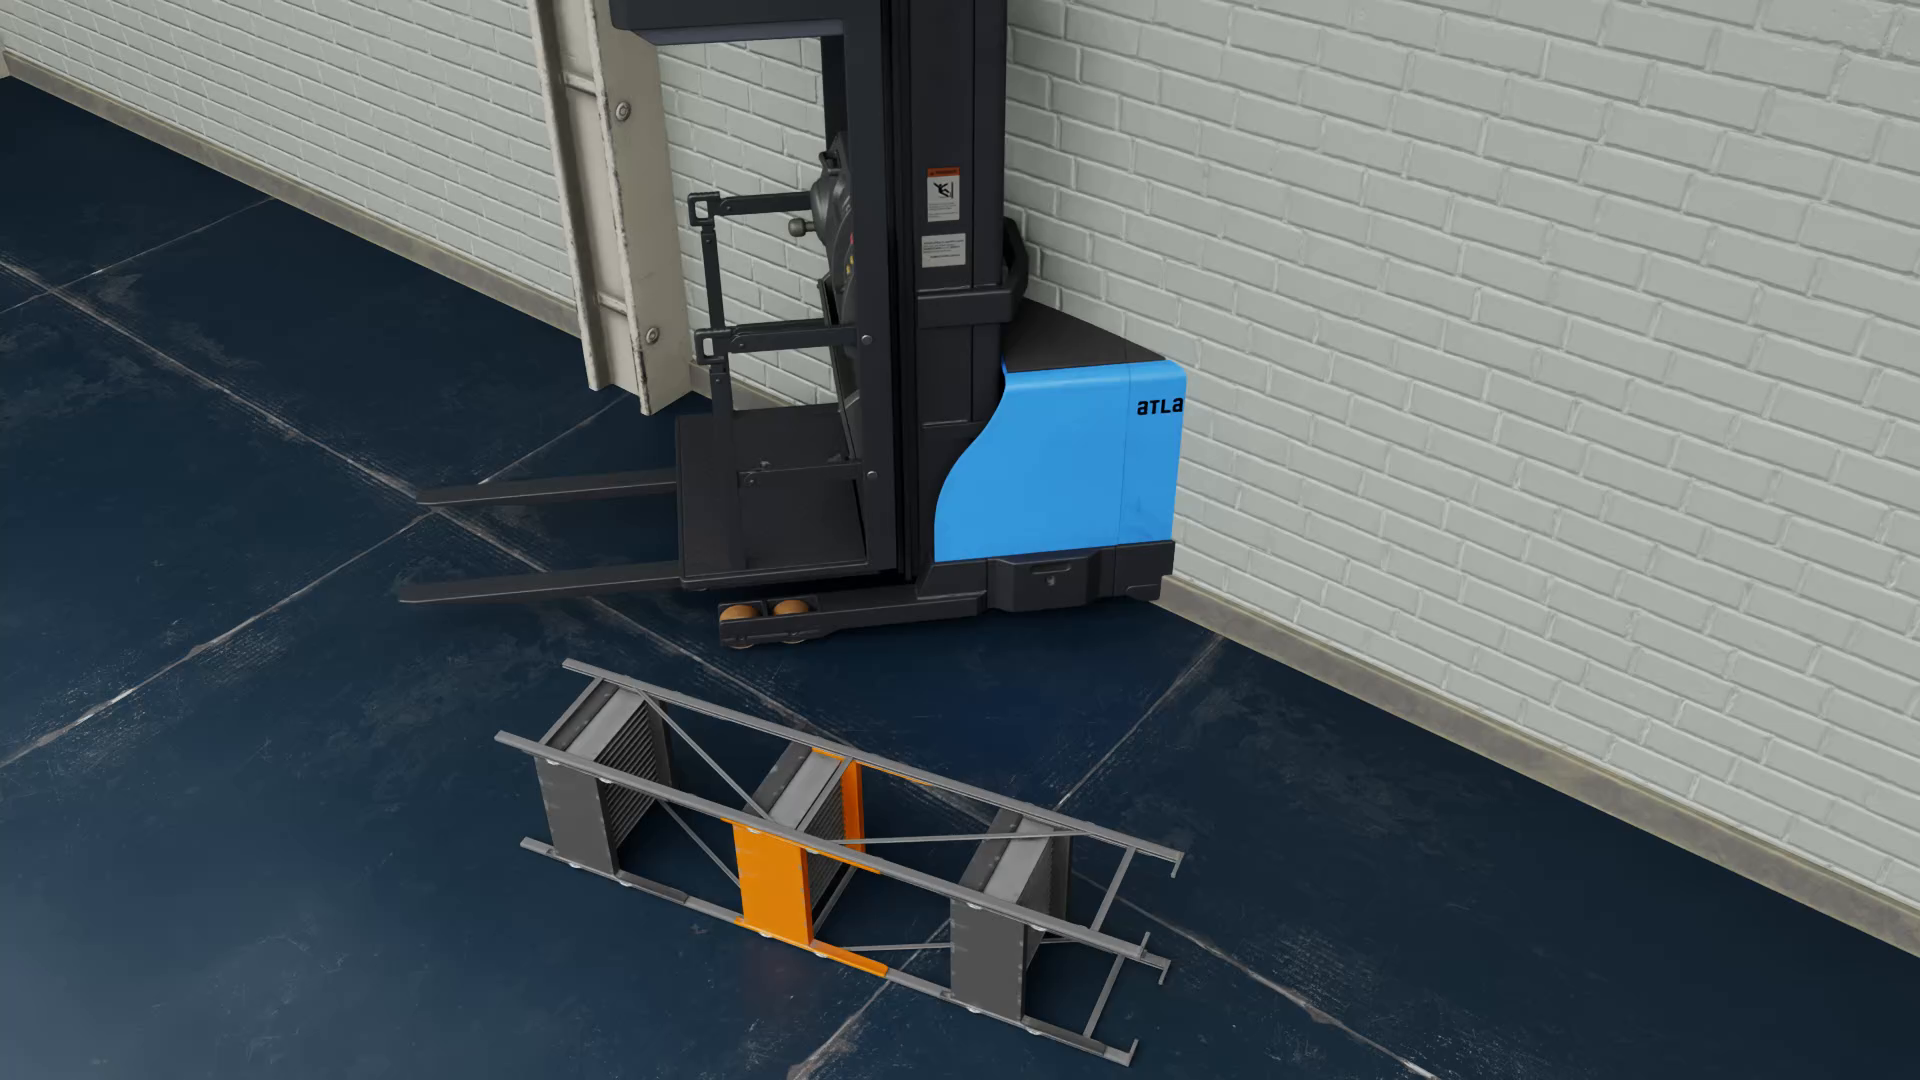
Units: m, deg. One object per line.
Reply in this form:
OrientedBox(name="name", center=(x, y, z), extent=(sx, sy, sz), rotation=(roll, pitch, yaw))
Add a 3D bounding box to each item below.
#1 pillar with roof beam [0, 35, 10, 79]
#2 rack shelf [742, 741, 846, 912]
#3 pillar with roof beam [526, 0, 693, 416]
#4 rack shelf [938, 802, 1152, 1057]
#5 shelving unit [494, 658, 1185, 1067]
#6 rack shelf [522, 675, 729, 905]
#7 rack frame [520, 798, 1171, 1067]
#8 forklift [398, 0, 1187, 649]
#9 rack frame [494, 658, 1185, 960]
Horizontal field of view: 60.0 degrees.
OrientedBox(name="pillar with roof beam", center=(-8.840, -4.387, 5.053), extent=(0.400, 9.000, 9.100), rotation=(25, 45, 29))
OrientedBox(name="rack shelf", center=(-0.511, 0.922, 5.154), extent=(0.174, 0.457, 0.368), rotation=(15, 40, 18))
OrientedBox(name="pillar with roof beam", center=(-4.074, -2.140, 2.183), extent=(0.400, 9.000, 9.100), rotation=(25, 45, 29))
OrientedBox(name="rack shelf", center=(0.257, 1.127, 4.892), extent=(0.518, 0.480, 0.431), rotation=(15, 40, 18))
OrientedBox(name="shelving unit", center=(-0.398, 0.952, 5.115), extent=(2.100, 0.503, 0.431), rotation=(15, 40, 18))
OrientedBox(name="rack shelf", center=(-1.028, 0.784, 5.330), extent=(0.518, 0.480, 0.431), rotation=(15, 40, 18))
OrientedBox(name="rack frame", center=(-0.398, 1.144, 5.265), extent=(2.100, 0.015, 0.400), rotation=(15, 40, 18))
OrientedBox(name="forklift", center=(-0.617, -1.097, 5.773), extent=(3.031, 2.935, 1.130), rotation=(-5, 38, -7))
OrientedBox(name="rack frame", center=(-0.398, 0.760, 4.965), extent=(2.100, 0.015, 0.400), rotation=(15, 40, 18))
